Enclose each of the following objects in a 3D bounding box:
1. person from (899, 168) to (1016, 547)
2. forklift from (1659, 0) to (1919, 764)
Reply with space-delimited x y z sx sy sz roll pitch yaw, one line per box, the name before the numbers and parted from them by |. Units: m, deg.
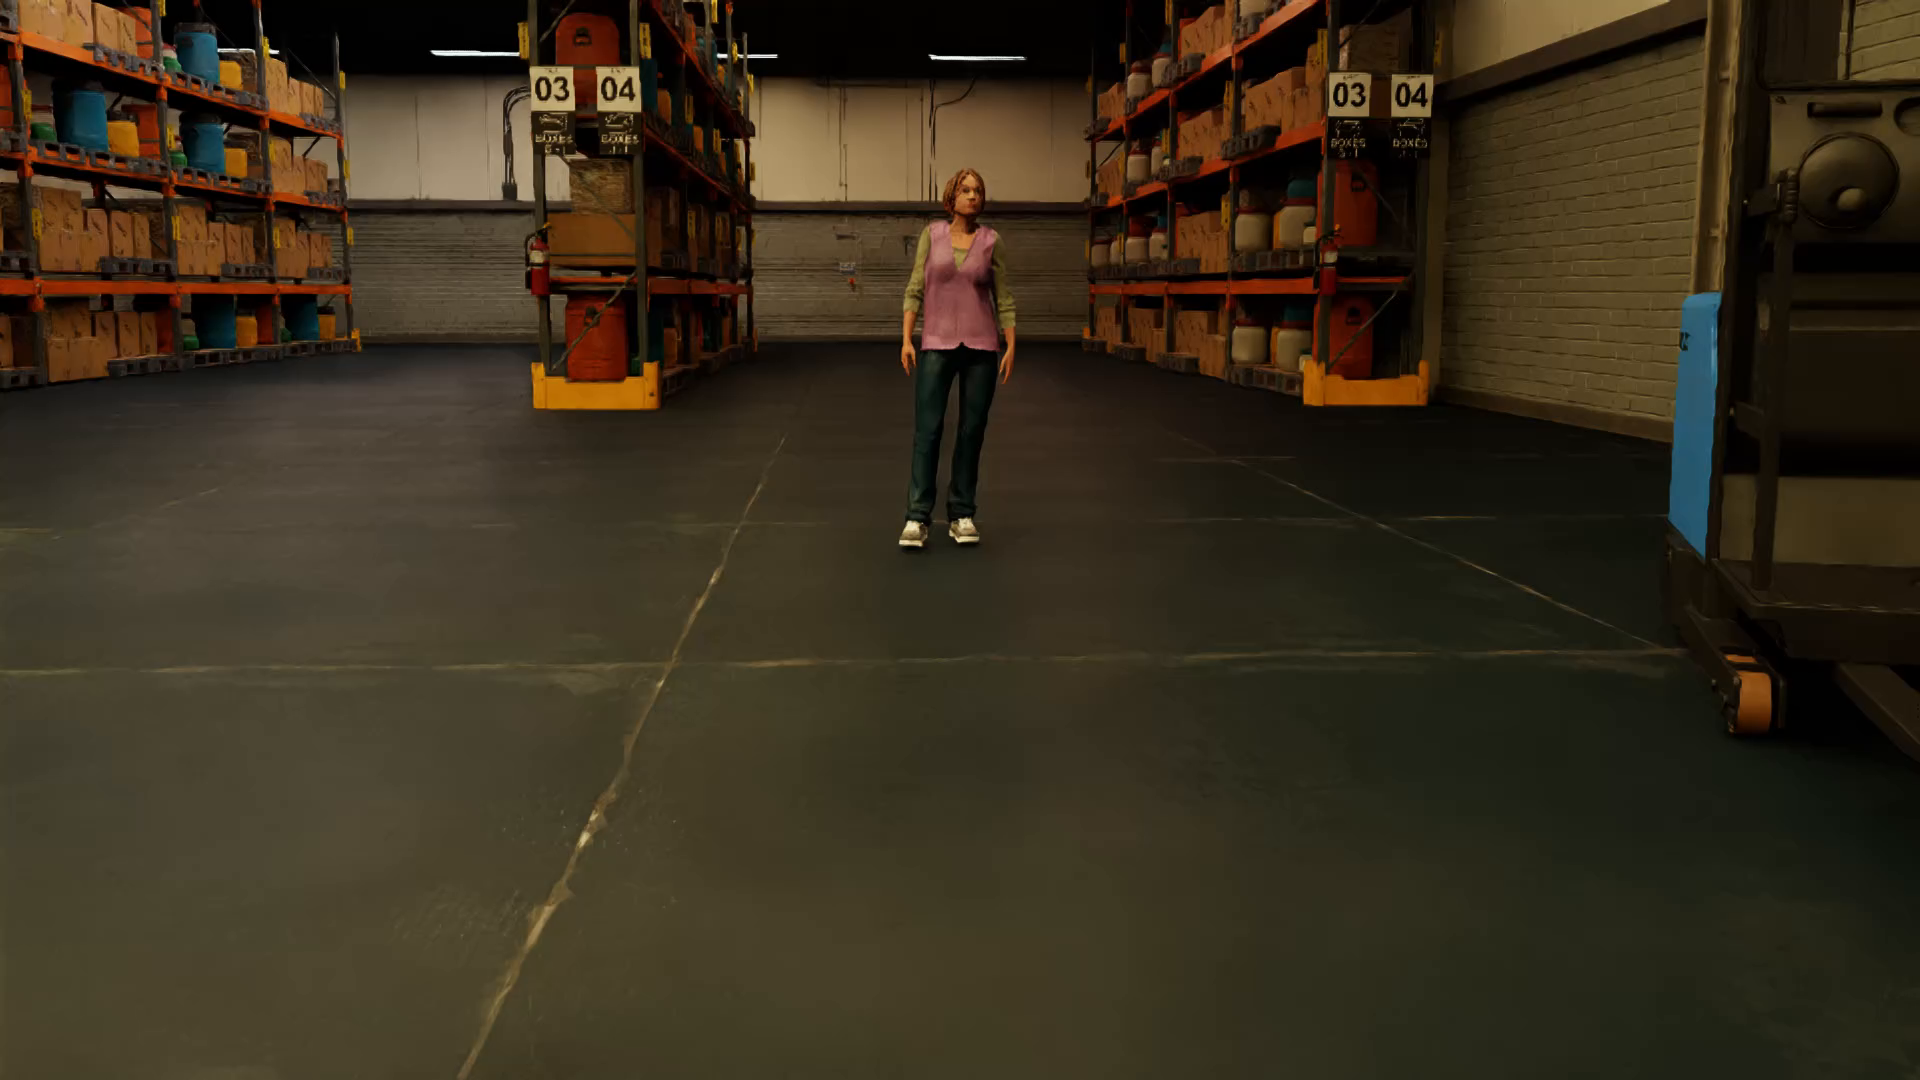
person | -0.009 -0.786 7.118 0.520 1.597 0.474 -1 8 -4
forklift | 2.496 -0.990 4.000 1.130 2.935 3.031 2 9 16
